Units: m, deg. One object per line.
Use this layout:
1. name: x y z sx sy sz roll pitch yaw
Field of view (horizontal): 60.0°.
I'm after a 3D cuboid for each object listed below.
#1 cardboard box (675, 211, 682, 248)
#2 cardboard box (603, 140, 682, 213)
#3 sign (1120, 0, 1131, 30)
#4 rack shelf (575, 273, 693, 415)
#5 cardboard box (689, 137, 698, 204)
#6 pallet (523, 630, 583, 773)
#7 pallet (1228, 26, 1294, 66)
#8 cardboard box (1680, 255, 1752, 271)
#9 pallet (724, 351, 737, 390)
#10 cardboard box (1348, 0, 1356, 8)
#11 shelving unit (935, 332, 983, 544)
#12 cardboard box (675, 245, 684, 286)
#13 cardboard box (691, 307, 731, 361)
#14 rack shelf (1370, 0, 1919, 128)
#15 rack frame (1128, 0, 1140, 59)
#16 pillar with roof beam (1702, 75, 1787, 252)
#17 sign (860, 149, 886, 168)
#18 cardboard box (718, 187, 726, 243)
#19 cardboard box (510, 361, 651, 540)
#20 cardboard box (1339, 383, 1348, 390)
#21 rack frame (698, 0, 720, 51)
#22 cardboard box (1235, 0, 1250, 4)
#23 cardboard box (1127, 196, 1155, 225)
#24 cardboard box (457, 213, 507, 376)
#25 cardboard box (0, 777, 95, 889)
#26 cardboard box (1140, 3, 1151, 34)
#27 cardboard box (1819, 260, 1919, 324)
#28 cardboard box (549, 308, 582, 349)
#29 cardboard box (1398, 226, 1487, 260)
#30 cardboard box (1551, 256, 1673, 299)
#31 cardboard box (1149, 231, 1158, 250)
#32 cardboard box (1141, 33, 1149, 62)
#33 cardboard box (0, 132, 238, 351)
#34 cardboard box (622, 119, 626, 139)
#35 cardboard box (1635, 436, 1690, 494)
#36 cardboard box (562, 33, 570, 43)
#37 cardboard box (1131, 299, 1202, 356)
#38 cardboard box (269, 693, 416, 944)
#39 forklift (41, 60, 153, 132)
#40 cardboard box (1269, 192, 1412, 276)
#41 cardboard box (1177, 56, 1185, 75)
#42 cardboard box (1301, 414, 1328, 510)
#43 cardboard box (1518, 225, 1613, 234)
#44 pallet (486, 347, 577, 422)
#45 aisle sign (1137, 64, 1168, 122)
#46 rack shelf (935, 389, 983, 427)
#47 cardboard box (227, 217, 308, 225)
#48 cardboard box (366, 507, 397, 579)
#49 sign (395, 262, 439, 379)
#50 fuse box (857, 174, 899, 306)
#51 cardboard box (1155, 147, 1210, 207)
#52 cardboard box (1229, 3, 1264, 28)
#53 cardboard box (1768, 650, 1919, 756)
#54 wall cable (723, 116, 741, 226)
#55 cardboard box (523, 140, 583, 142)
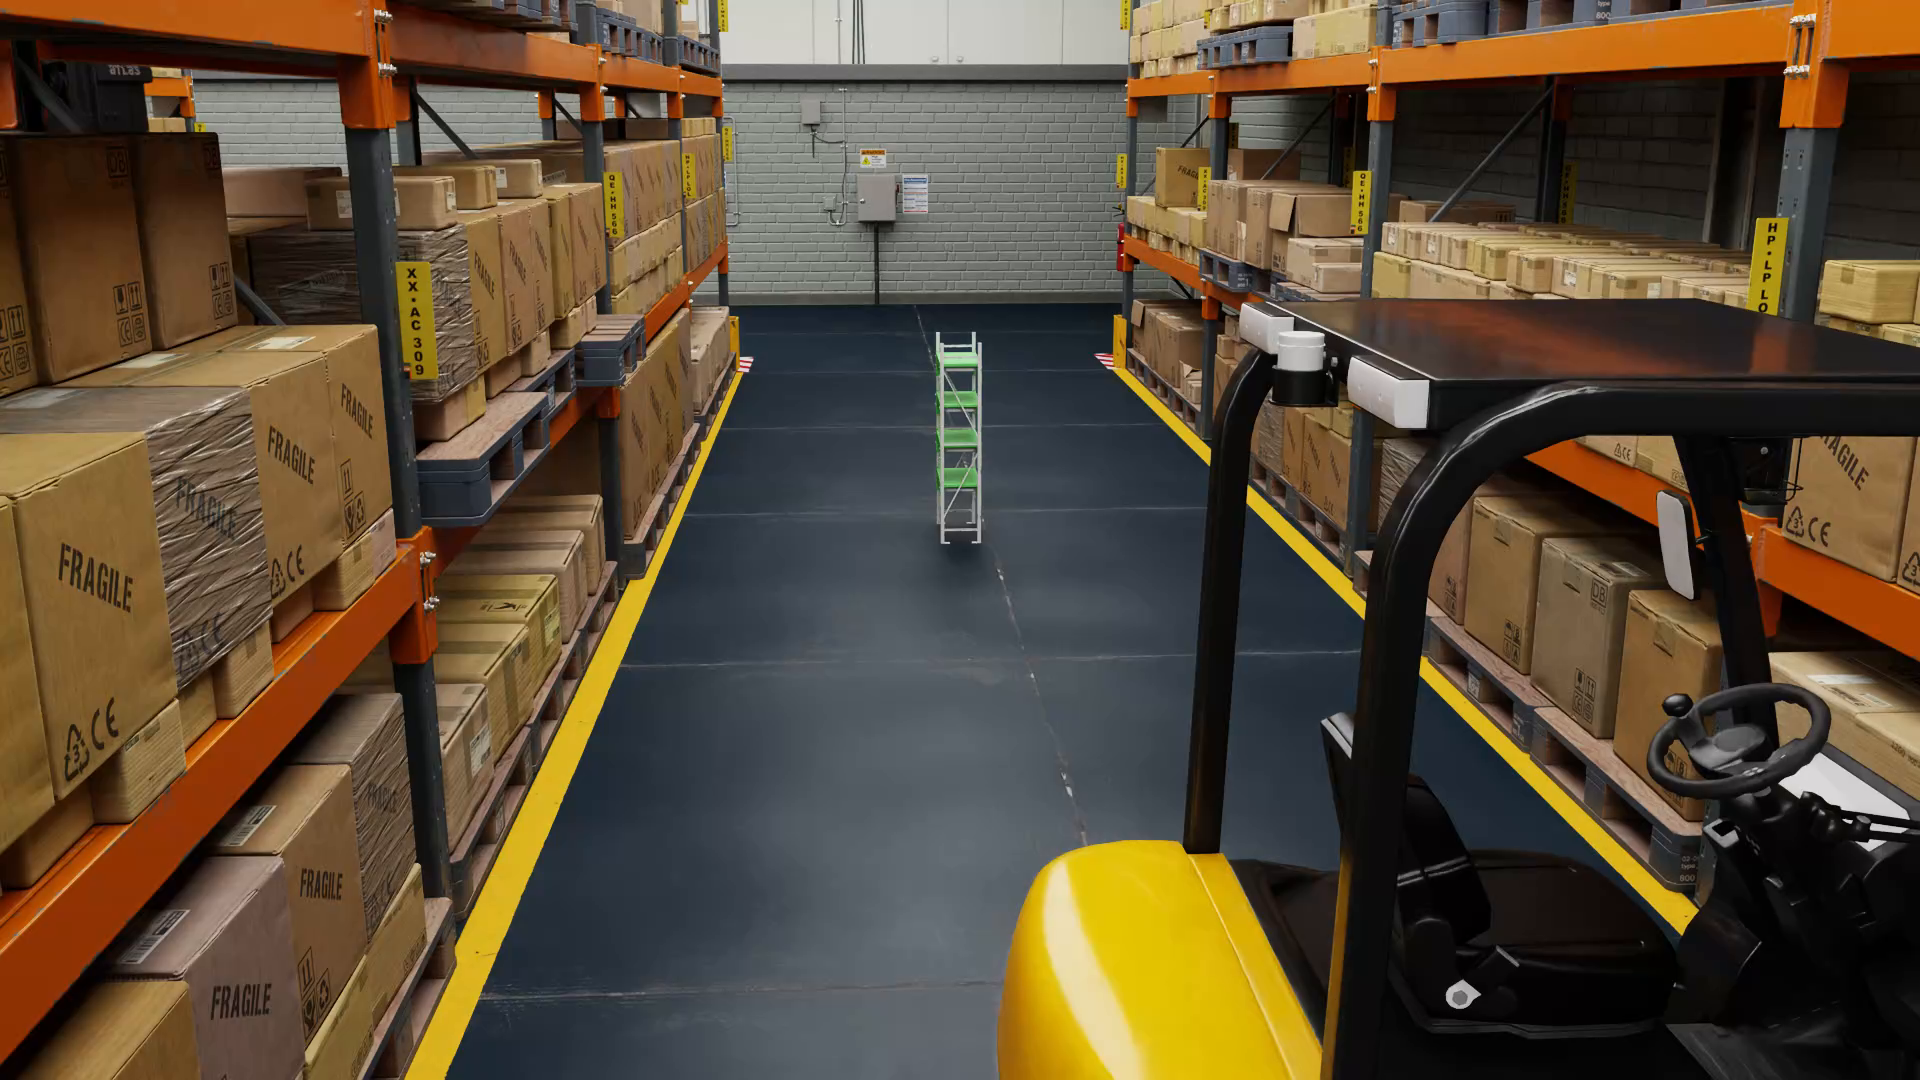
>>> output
1. cardboard box: -2.288 -2.236 11.995 0.500 0.250 0.500 -1 14 -3
2. cardboard box: -2.280 -2.598 11.896 0.500 0.500 0.500 0 14 -2
3. sign: 1.606 -5.112 16.102 0.100 0.325 0.005 -1 14 -3
4. rack shelf: -2.434 -1.327 10.606 1.077 0.370 4.000 -1 14 -3
5. cardboard box: -2.371 -2.953 13.276 0.500 0.500 0.500 -1 14 -4
6. pallet: -2.191 0.670 6.999 1.003 0.211 1.213 -1 14 -3
7. pallet: 2.434 -3.190 10.764 1.213 0.211 1.003 -1 14 -3
8. cardboard box: 3.058 -1.032 6.513 0.380 0.149 0.250 -1 14 -4
9. pallet: -2.678 -1.619 15.895 1.003 0.211 1.213 -1 14 -3
10. cardboard box: 2.394 -3.043 9.316 0.380 0.149 0.250 -1 14 -2
11. shelving unit: -0.010 -0.622 10.037 0.258 1.200 0.503 -1 14 -3
12. cardboard box: -2.279 -1.992 12.050 0.500 0.250 0.500 -1 14 -5
13. cardboard box: -2.665 -1.967 15.951 0.875 0.438 0.875 -1 14 -5
14. rack shelf: 2.768 -1.862 6.667 1.077 0.370 4.000 -1 14 -3
15. rack frame: 2.148 -6.150 15.870 1.000 3.000 0.127 -1 14 -3
16. pillar with roof beam: -0.673 -3.784 6.673 9.100 9.000 0.400 -1 14 -3
17. sign: -1.141 -5.016 21.844 0.339 0.242 0.001 -1 14 -3
18. cardboard box: -2.512 -3.100 15.853 0.500 0.500 0.500 -1 14 -3
19. cardboard box: -2.270 -0.525 9.468 0.875 0.875 0.875 -1 14 -4
20. cardboard box: 2.369 -0.881 10.302 0.380 0.149 0.250 0 14 -2
21. rack frame: -2.806 -6.073 15.569 1.000 3.000 0.127 -1 14 -3
22. cardboard box: 2.080 -3.703 11.243 0.380 0.149 0.250 -1 14 -4
23. cardboard box: 1.907 -3.199 16.144 0.500 0.250 0.500 -1 14 -3
24. cardboard box: -1.837 -0.824 5.570 0.500 0.500 0.500 -1 14 -3
25. cardboard box: -1.677 0.458 2.732 0.380 0.149 0.250 -1 14 -5
26. cardboard box: 1.938 -4.770 15.226 0.500 0.250 0.500 -1 14 -4
27. cardboard box: 2.615 -0.683 4.562 0.380 0.149 0.250 -1 14 -2
28. cardboard box: -1.867 -0.923 7.255 0.380 0.149 0.250 -1 14 -2
29. cardboard box: 2.387 -1.468 8.208 0.380 0.149 0.250 -1 14 -2
30. cardboard box: 2.540 -1.022 6.475 0.380 0.149 0.250 -1 14 -3
31. cardboard box: 1.925 -2.716 15.066 0.380 0.149 0.250 -1 14 -5
32. cardboard box: 1.955 -4.528 15.290 0.500 0.250 0.500 -1 14 -2
33. cardboard box: -2.252 -0.747 4.105 0.700 0.500 0.500 -1 14 -4
34. cardboard box: -2.808 -3.220 13.013 0.380 0.149 0.250 -1 14 -3
35. cardboard box: 2.599 -0.309 5.509 0.500 0.250 0.500 -1 14 -2
36. cardboard box: -2.081 -2.434 7.949 0.380 0.149 0.250 -1 14 -3
37. cardboard box: 2.091 -2.086 16.279 0.797 0.503 0.637 -1 15 -6
38. cardboard box: -1.758 0.725 4.358 0.500 0.500 0.500 -1 14 -4
39. forklift: -5.376 -1.355 9.410 1.130 2.935 3.031 9 17 32
40. cardboard box: 2.358 -1.912 10.386 0.797 0.503 0.637 -1 14 -5
41. cardboard box: 2.039 -3.984 13.977 0.380 0.149 0.250 -1 14 -3
42. cardboard box: 2.382 -0.474 10.024 0.500 0.500 0.500 -1 14 -4
43. cardboard box: 2.994 -1.477 8.243 0.380 0.149 0.250 -1 14 -2
44. pallet: -2.147 -0.593 6.696 1.003 0.211 1.213 -1 14 -3
45. aisle sign: 1.851 -4.516 16.342 0.394 0.787 0.004 -1 14 -3
46. rack shelf: -0.010 -0.793 9.993 0.258 0.148 0.480 -1 14 -3
47. cardboard box: -2.352 -0.813 5.527 0.500 0.500 0.500 -1 14 -3
48. cardboard box: -1.738 0.014 4.456 0.380 0.149 0.250 -1 14 -4
49. sign: -1.521 -0.612 4.649 0.100 0.325 0.005 -1 14 -3
50. fuse box: -1.073 -3.941 21.911 0.539 1.711 0.414 -1 14 -3
51. cardboard box: 2.001 -3.189 14.601 0.500 0.500 0.500 -1 14 -2
52. cardboard box: 2.043 -3.562 11.290 0.380 0.149 0.250 -1 14 -3
53. cardboard box: 2.608 0.509 4.698 0.500 0.250 0.500 -1 14 -4
54. wall cable: -3.179 -5.076 21.635 0.585 1.953 0.123 -1 14 -3
55. cardboard box: -2.818 -2.591 11.870 0.500 0.500 0.500 -1 14 -3
